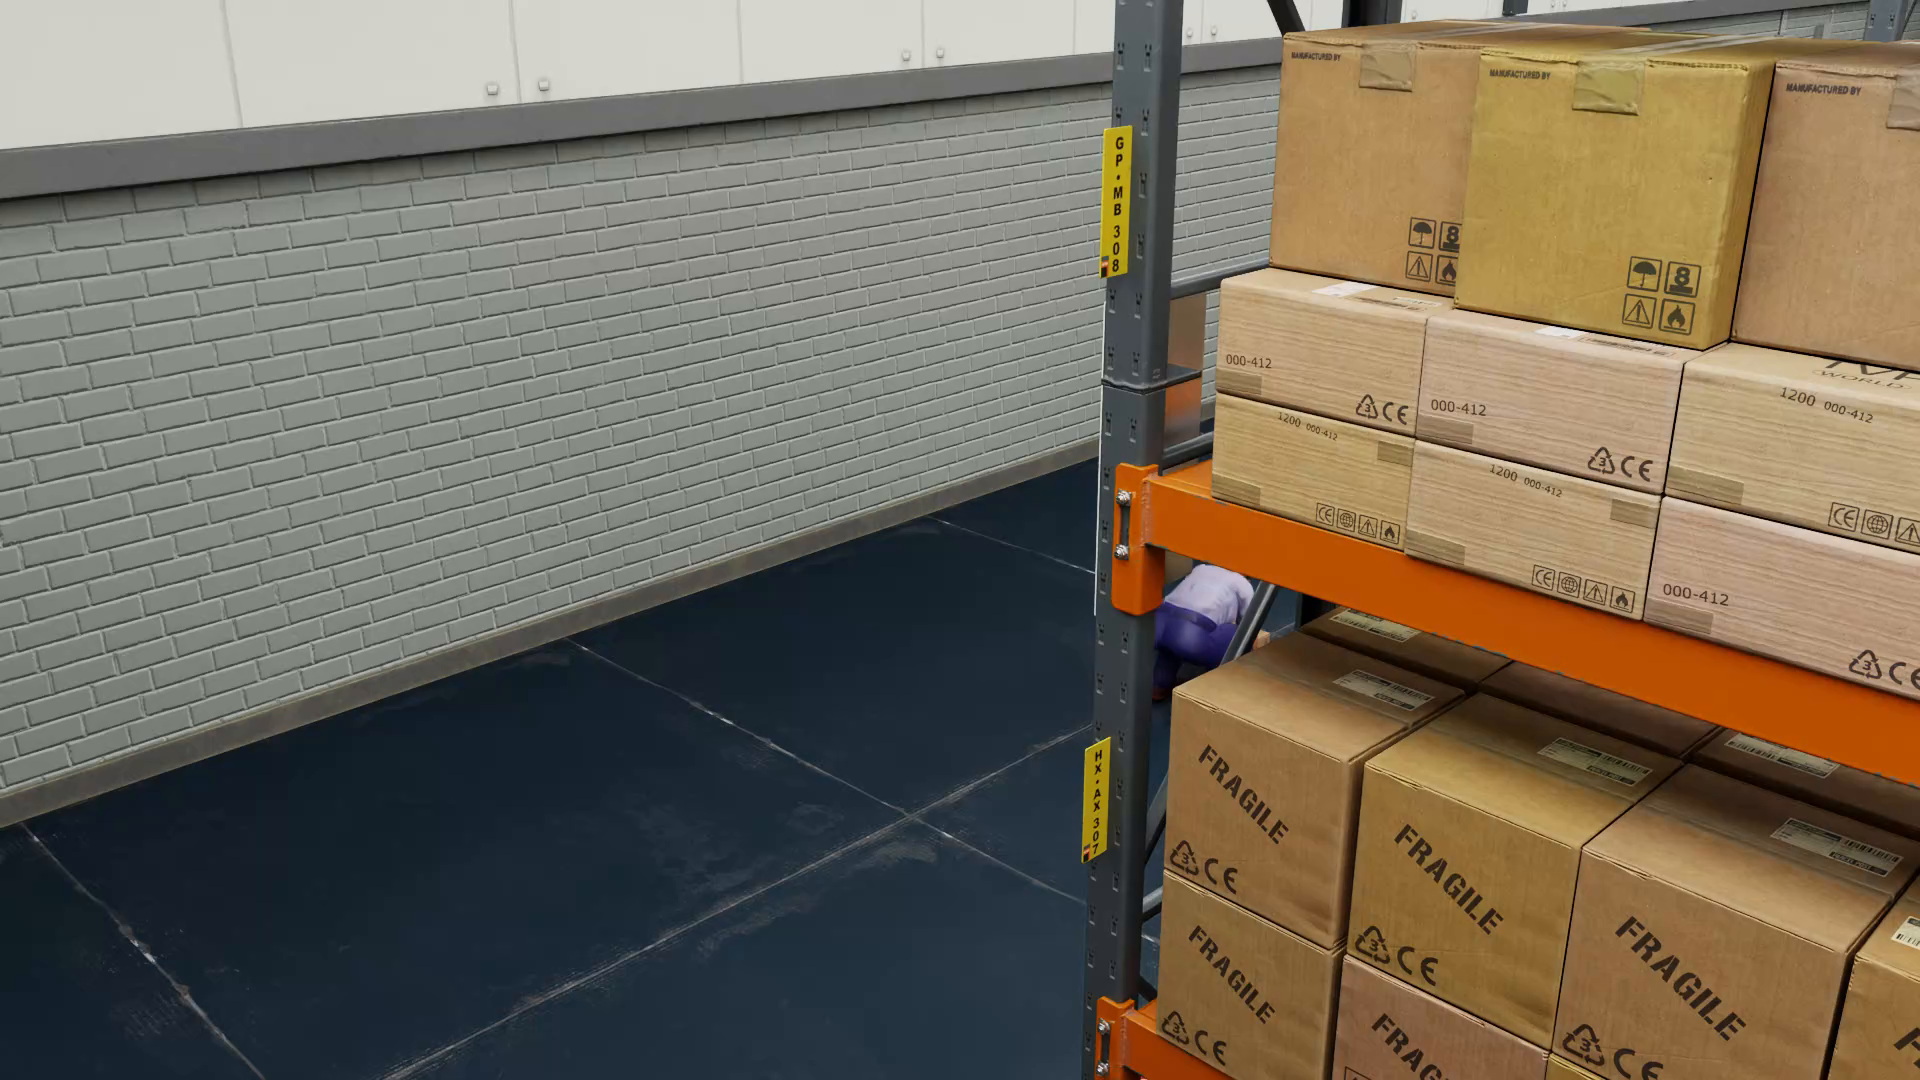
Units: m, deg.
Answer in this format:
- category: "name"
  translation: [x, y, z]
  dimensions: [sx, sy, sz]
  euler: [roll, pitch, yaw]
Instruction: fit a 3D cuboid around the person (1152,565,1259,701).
- category: "person"
  translation: [1.367, 0.497, 9.106]
  dimensions: [0.507, 0.746, 0.809]
  euler: [18, 27, 40]
